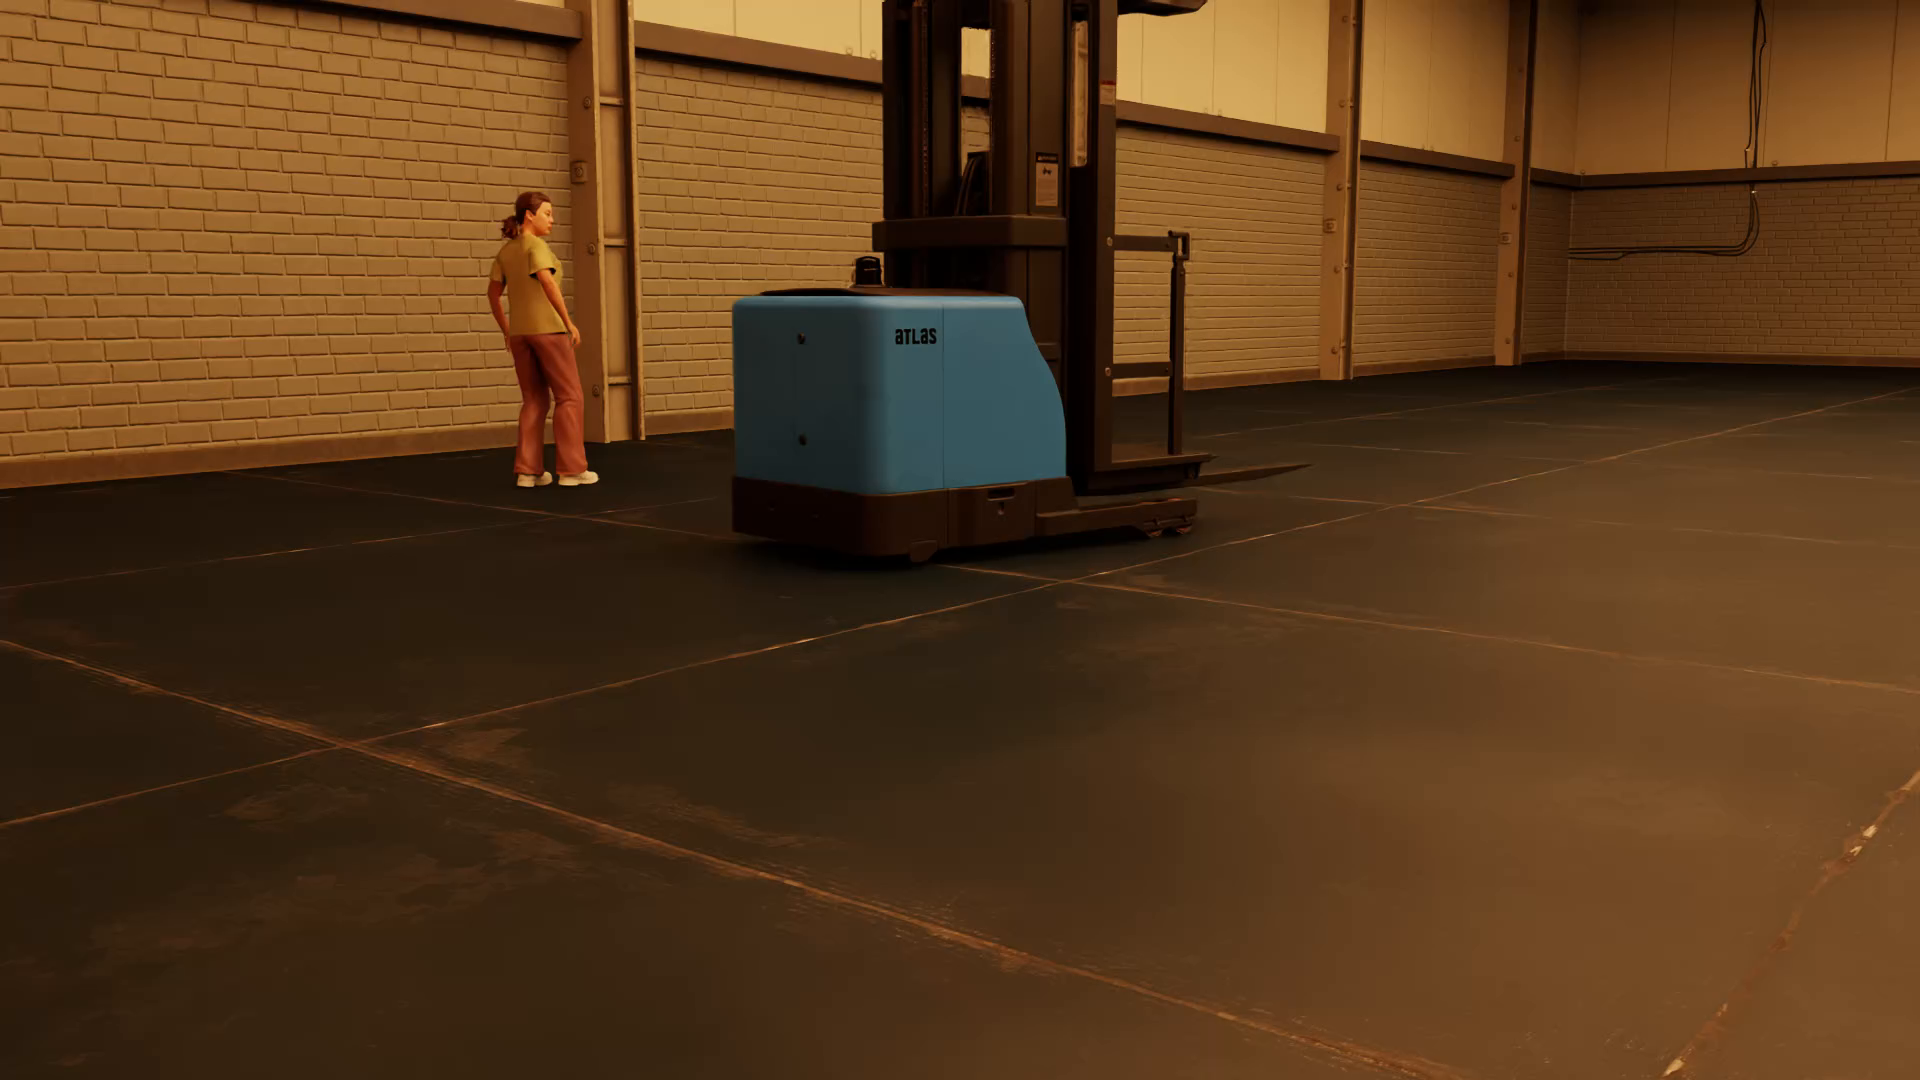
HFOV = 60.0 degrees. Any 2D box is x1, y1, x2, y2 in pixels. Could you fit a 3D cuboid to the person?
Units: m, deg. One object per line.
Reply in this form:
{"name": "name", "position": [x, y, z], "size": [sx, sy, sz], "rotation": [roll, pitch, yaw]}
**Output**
{"name": "person", "position": [-2.348, -1.139, 9.454], "size": [0.651, 1.661, 0.468], "rotation": [5, 10, 32]}

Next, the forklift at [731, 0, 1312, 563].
{"name": "forklift", "position": [0.453, -1.511, 7.610], "size": [3.031, 2.935, 1.130], "rotation": [-7, 11, -41]}
